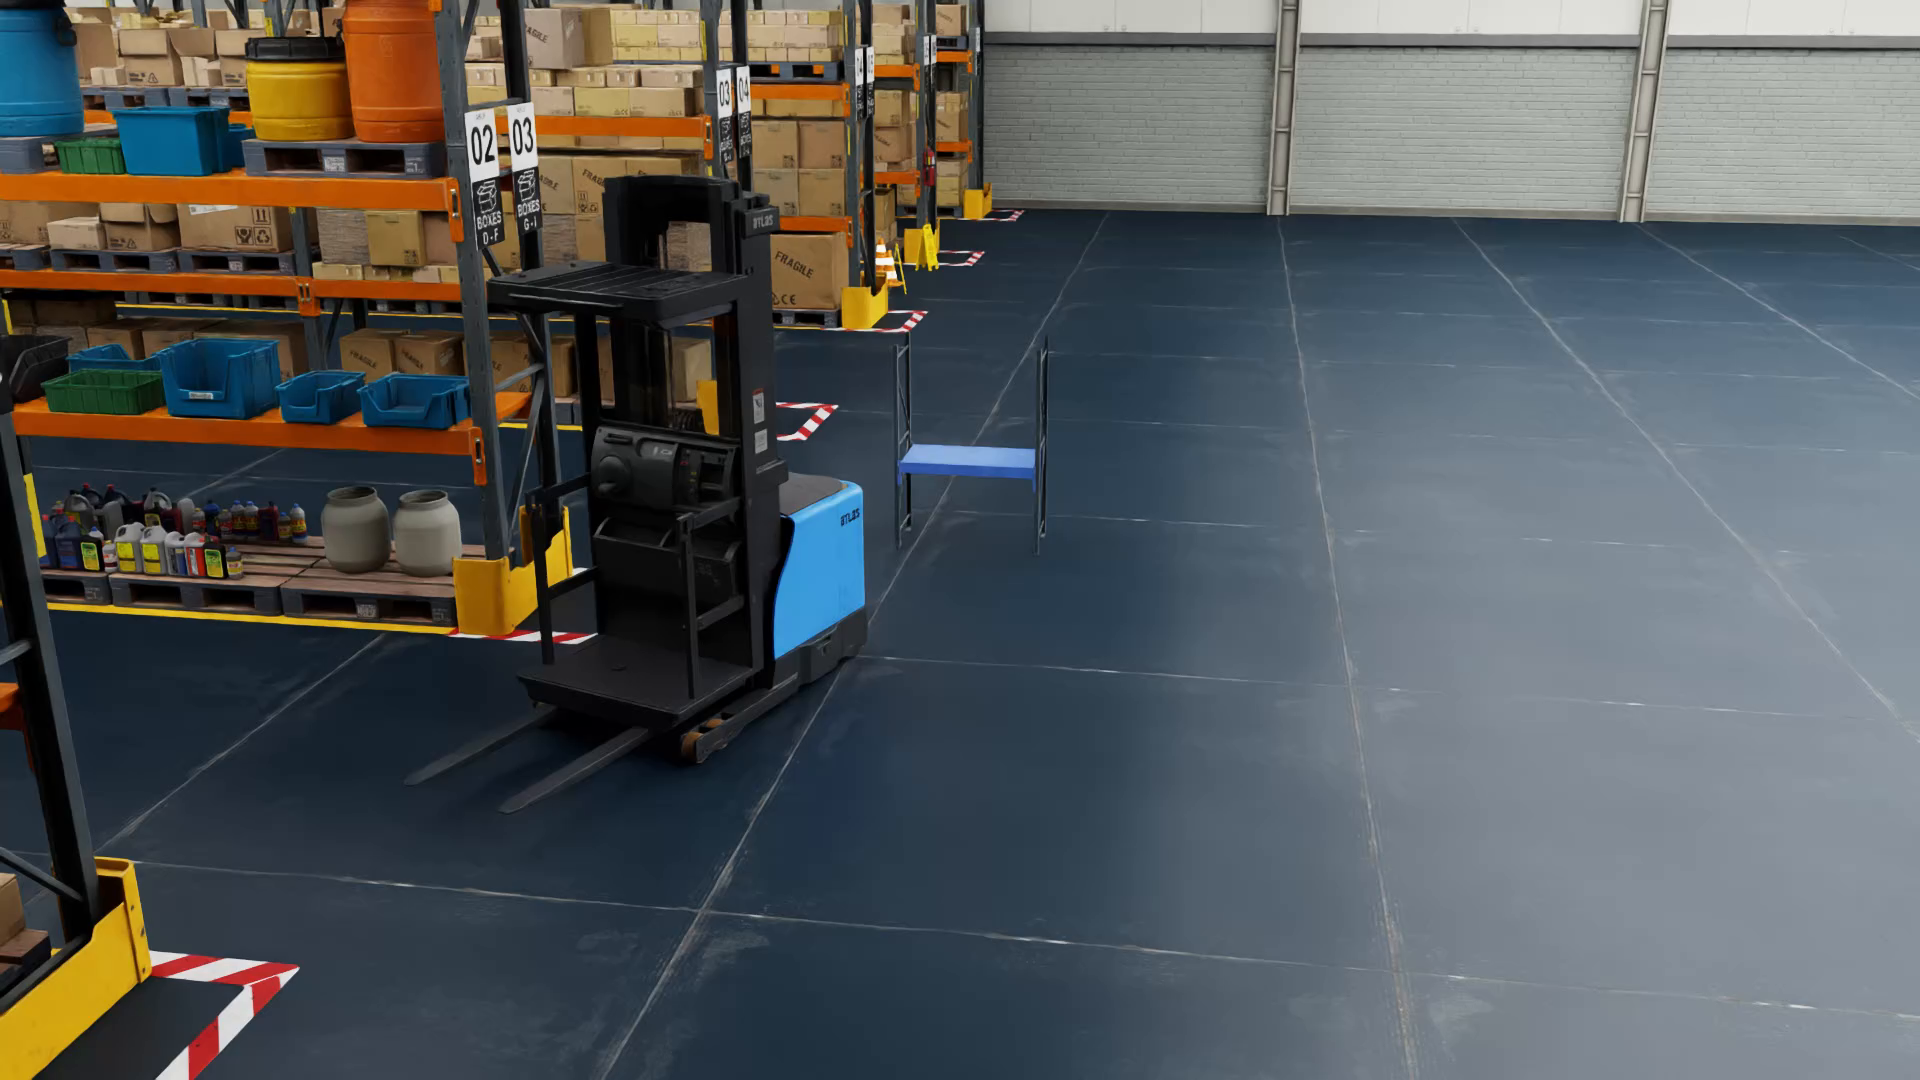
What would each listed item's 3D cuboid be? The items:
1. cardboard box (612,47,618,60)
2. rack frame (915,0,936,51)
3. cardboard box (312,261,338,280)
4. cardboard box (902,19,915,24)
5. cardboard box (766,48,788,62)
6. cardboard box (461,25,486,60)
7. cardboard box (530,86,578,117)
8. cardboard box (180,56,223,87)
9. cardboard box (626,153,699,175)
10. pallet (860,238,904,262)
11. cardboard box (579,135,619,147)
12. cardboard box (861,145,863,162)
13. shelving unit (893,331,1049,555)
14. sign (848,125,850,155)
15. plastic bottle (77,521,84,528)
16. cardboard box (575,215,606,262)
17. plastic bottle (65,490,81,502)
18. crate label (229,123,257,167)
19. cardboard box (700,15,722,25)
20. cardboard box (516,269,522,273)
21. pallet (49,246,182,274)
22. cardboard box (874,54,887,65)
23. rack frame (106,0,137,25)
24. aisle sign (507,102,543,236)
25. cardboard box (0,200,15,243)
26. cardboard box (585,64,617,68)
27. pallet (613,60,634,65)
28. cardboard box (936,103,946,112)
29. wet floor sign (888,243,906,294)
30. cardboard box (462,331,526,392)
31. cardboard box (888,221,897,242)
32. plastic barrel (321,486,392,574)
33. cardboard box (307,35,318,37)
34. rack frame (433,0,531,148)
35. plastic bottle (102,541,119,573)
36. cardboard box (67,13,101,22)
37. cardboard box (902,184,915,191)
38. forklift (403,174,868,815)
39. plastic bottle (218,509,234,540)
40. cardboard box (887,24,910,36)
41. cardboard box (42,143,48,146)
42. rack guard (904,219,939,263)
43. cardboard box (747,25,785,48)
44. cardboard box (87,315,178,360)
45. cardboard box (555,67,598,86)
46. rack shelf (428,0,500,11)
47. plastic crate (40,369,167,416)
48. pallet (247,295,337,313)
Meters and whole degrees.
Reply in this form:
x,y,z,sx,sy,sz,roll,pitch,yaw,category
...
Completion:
x,y,z,sx,sy,sz,roll,pitch,yaw,category
-4.073,-5.703,19.471,0.250,0.149,0.380,3,19,8,cardboard box
-0.494,-8.516,23.573,0.127,3.000,1.000,3,19,9,rack frame
-5.850,-2.543,15.573,0.250,0.149,0.380,3,19,9,cardboard box
-0.827,-8.791,28.514,0.258,0.266,0.396,3,19,9,cardboard box
-2.063,-5.601,19.165,0.250,0.149,0.380,3,19,9,cardboard box
-7.458,-7.493,25.084,0.500,0.500,0.700,3,19,9,cardboard box
-3.580,-3.915,14.786,0.500,0.250,0.500,3,19,10,cardboard box
-6.959,-4.341,15.374,0.258,0.266,0.396,4,19,11,cardboard box
-2.648,-3.179,14.875,0.500,0.500,0.500,3,19,9,cardboard box
-1.365,-4.404,25.134,1.213,0.211,1.003,3,19,9,pallet
-4.208,-4.879,20.220,0.550,0.550,0.875,3,19,9,cardboard box
-1.567,-5.827,24.365,0.500,0.500,0.500,3,19,9,cardboard box
0.084,-0.707,12.052,1.048,1.500,0.538,3,19,9,shelving unit
-1.279,-4.607,19.147,0.005,0.325,0.100,3,19,9,sign
-5.907,0.009,11.154,0.097,0.271,0.097,0,18,0,plastic bottle
-3.117,-2.779,15.254,0.500,0.500,0.875,3,19,9,cardboard box
-6.273,-0.216,11.808,0.133,0.283,0.061,4,19,11,plastic bottle
-4.647,-2.564,10.747,0.408,0.251,0.502,3,19,9,crate label
-2.821,-6.018,19.154,0.250,0.149,0.380,3,19,8,cardboard box
-3.877,-2.439,15.262,0.250,0.149,0.380,3,19,9,cardboard box
-8.003,-2.791,16.220,1.213,0.211,1.003,3,19,9,pallet
-1.141,-6.907,23.887,0.250,0.149,0.380,3,19,9,cardboard box
-15.507,-10.876,30.627,0.127,3.000,1.000,3,19,9,rack frame
-2.734,-2.336,10.459,0.004,0.787,0.394,3,19,9,aisle sign
-9.425,-3.201,16.323,0.500,0.500,0.500,1,19,2,cardboard box
-3.307,-4.260,15.188,0.250,0.149,0.380,3,19,9,cardboard box
-4.322,-5.652,19.882,1.213,0.211,1.003,3,19,9,pallet
-0.354,-7.514,28.854,0.250,0.149,0.380,3,19,10,cardboard box
-0.836,-3.617,22.098,0.232,0.644,0.267,0,19,-1,wet floor sign
-4.434,-1.716,15.981,0.500,0.500,0.500,1,19,4,cardboard box
-1.246,-4.693,25.275,0.500,0.250,0.500,3,19,8,cardboard box
-4.008,-0.068,11.039,0.421,0.512,0.421,0,18,0,plastic barrel
-7.903,-5.985,20.153,0.500,0.250,0.500,3,19,10,cardboard box
-2.851,-3.860,9.656,0.127,3.000,1.000,3,19,9,rack frame
-5.607,0.104,10.981,0.097,0.201,0.097,0,18,0,plastic bottle
-10.792,-6.348,20.456,0.258,0.266,0.396,3,19,9,cardboard box
-0.734,-6.314,29.329,0.500,0.250,0.500,3,19,8,cardboard box
-1.702,-0.372,8.797,1.130,2.935,3.031,10,21,26,forklift
-5.127,-0.112,11.628,0.097,0.201,0.097,0,18,0,plastic bottle
-0.874,-7.277,23.736,0.250,0.149,0.380,3,19,9,cardboard box
-11.820,-5.082,21.561,0.250,0.149,0.380,3,19,8,cardboard box
-0.569,-4.489,24.933,0.348,0.500,1.175,3,19,9,rack guard
-2.200,-5.817,19.181,0.500,0.250,0.500,3,19,9,cardboard box
-8.189,-1.914,16.544,0.500,0.500,0.700,5,19,13,cardboard box
-3.391,-4.109,14.737,0.250,0.149,0.380,3,19,9,cardboard box
-4.826,-3.429,10.135,4.000,0.370,1.077,3,19,9,rack shelf
-5.505,-0.959,10.775,0.662,0.188,0.450,3,19,9,plastic crate
-8.311,-3.132,21.331,1.213,0.211,1.003,3,19,9,pallet
